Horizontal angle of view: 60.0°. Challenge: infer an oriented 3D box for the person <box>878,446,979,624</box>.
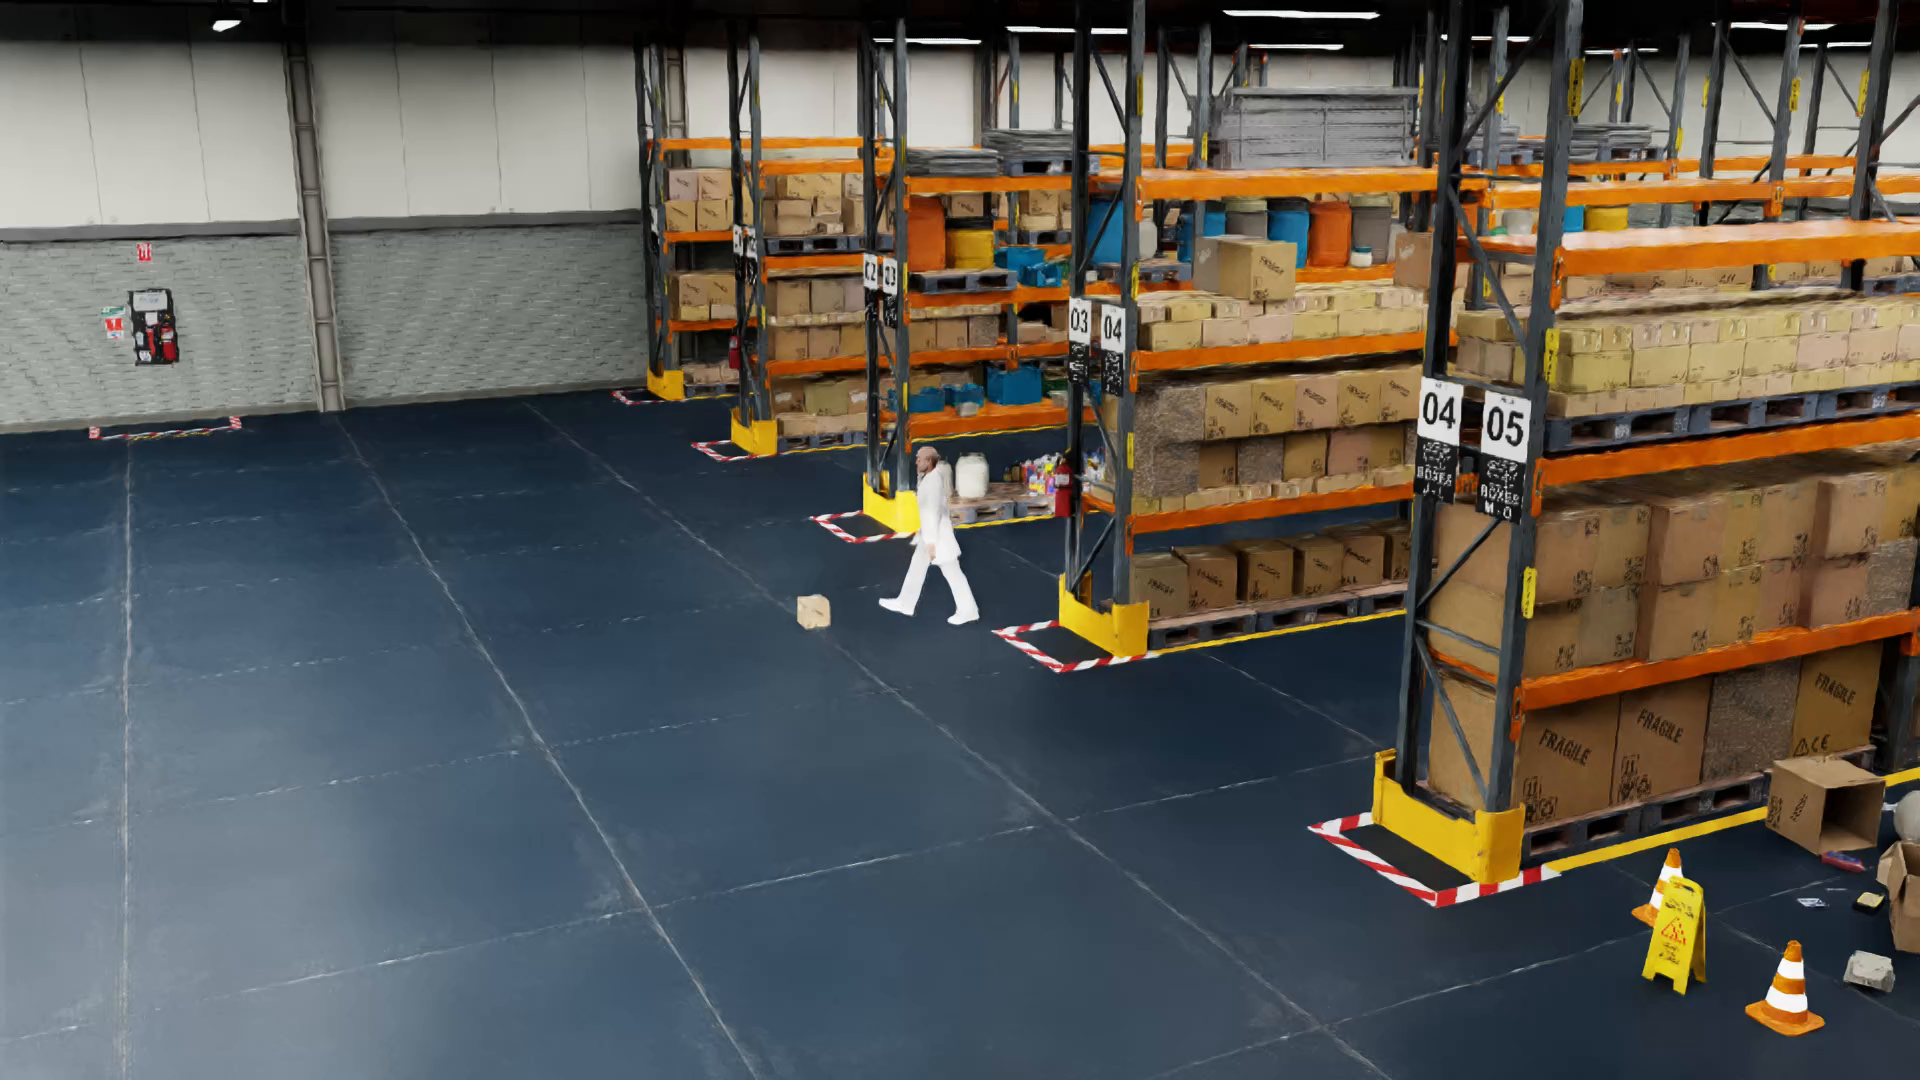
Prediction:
[{"bbox_3d":[-0.304,-0.063,16.141,0.973,1.738,0.630,-1,15,-5],"label":"person"}]
